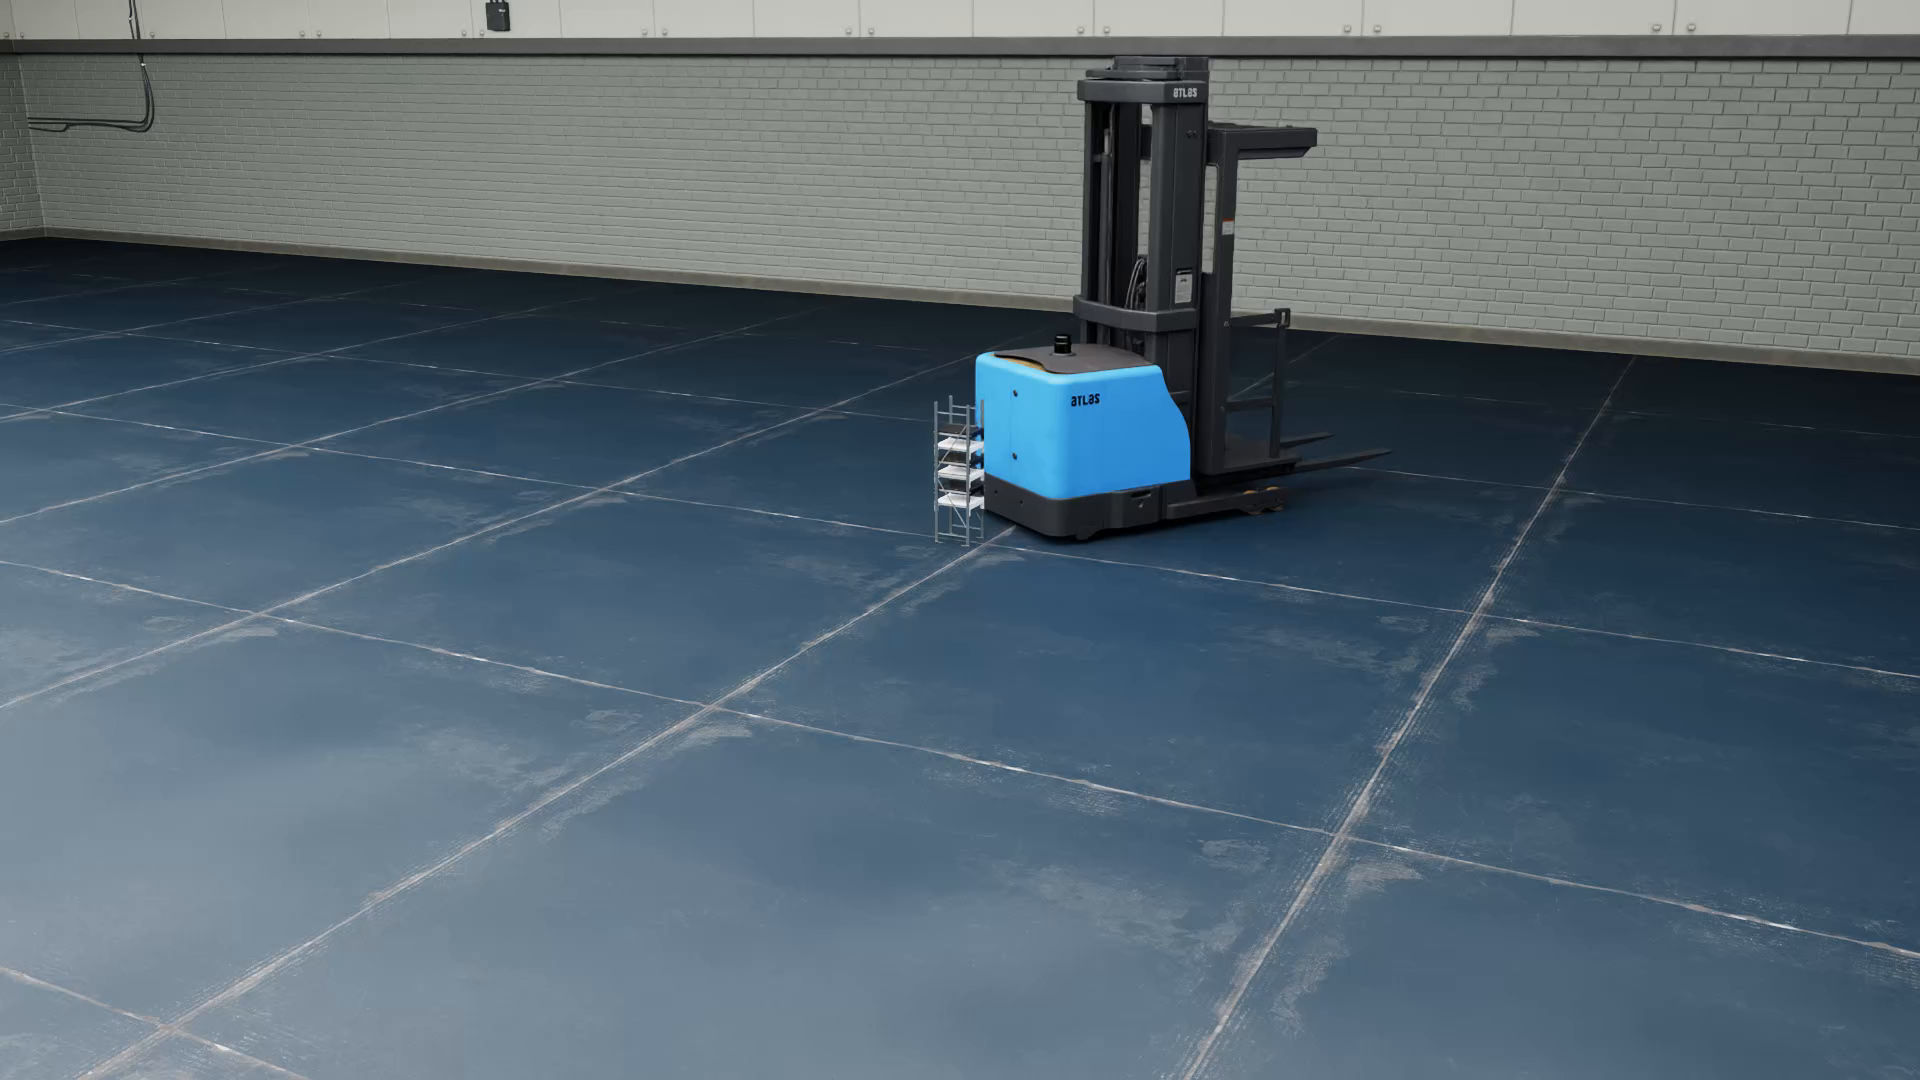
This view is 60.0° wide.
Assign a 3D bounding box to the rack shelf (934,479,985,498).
[{"bbox_3d":[-0.004,-0.311,10.424,0.258,0.077,0.200,8,18,25],"label":"rack shelf"}]

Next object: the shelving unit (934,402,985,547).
[{"bbox_3d":[-0.004,-0.429,10.389,0.258,0.900,0.208,8,18,25],"label":"shelving unit"}]

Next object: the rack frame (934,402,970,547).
[{"bbox_3d":[-0.049,-0.403,10.302,0.240,0.900,0.006,8,18,25],"label":"rack frame"}]

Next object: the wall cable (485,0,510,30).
[{"bbox_3d":[-5.249,-9.530,20.833,2.305,6.003,0.169,8,18,25],"label":"wall cable"}]

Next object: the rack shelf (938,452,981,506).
[{"bbox_3d":[-0.004,-0.381,10.404,0.221,0.281,0.190,8,18,25],"label":"rack shelf"}]

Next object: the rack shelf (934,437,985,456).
[{"bbox_3d":[-0.004,-0.570,10.348,0.258,0.077,0.200,8,18,25],"label":"rack shelf"}]

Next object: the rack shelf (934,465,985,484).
[{"bbox_3d":[-0.004,-0.397,10.399,0.258,0.077,0.200,8,18,25],"label":"rack shelf"}]

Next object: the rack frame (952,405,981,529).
[{"bbox_3d":[0.041,-0.455,10.477,0.228,0.785,0.003,8,18,25],"label":"rack frame"}]

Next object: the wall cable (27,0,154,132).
[{"bbox_3d":[-13.735,-7.623,25.839,3.097,2.526,0.112,8,18,25],"label":"wall cable"}]
